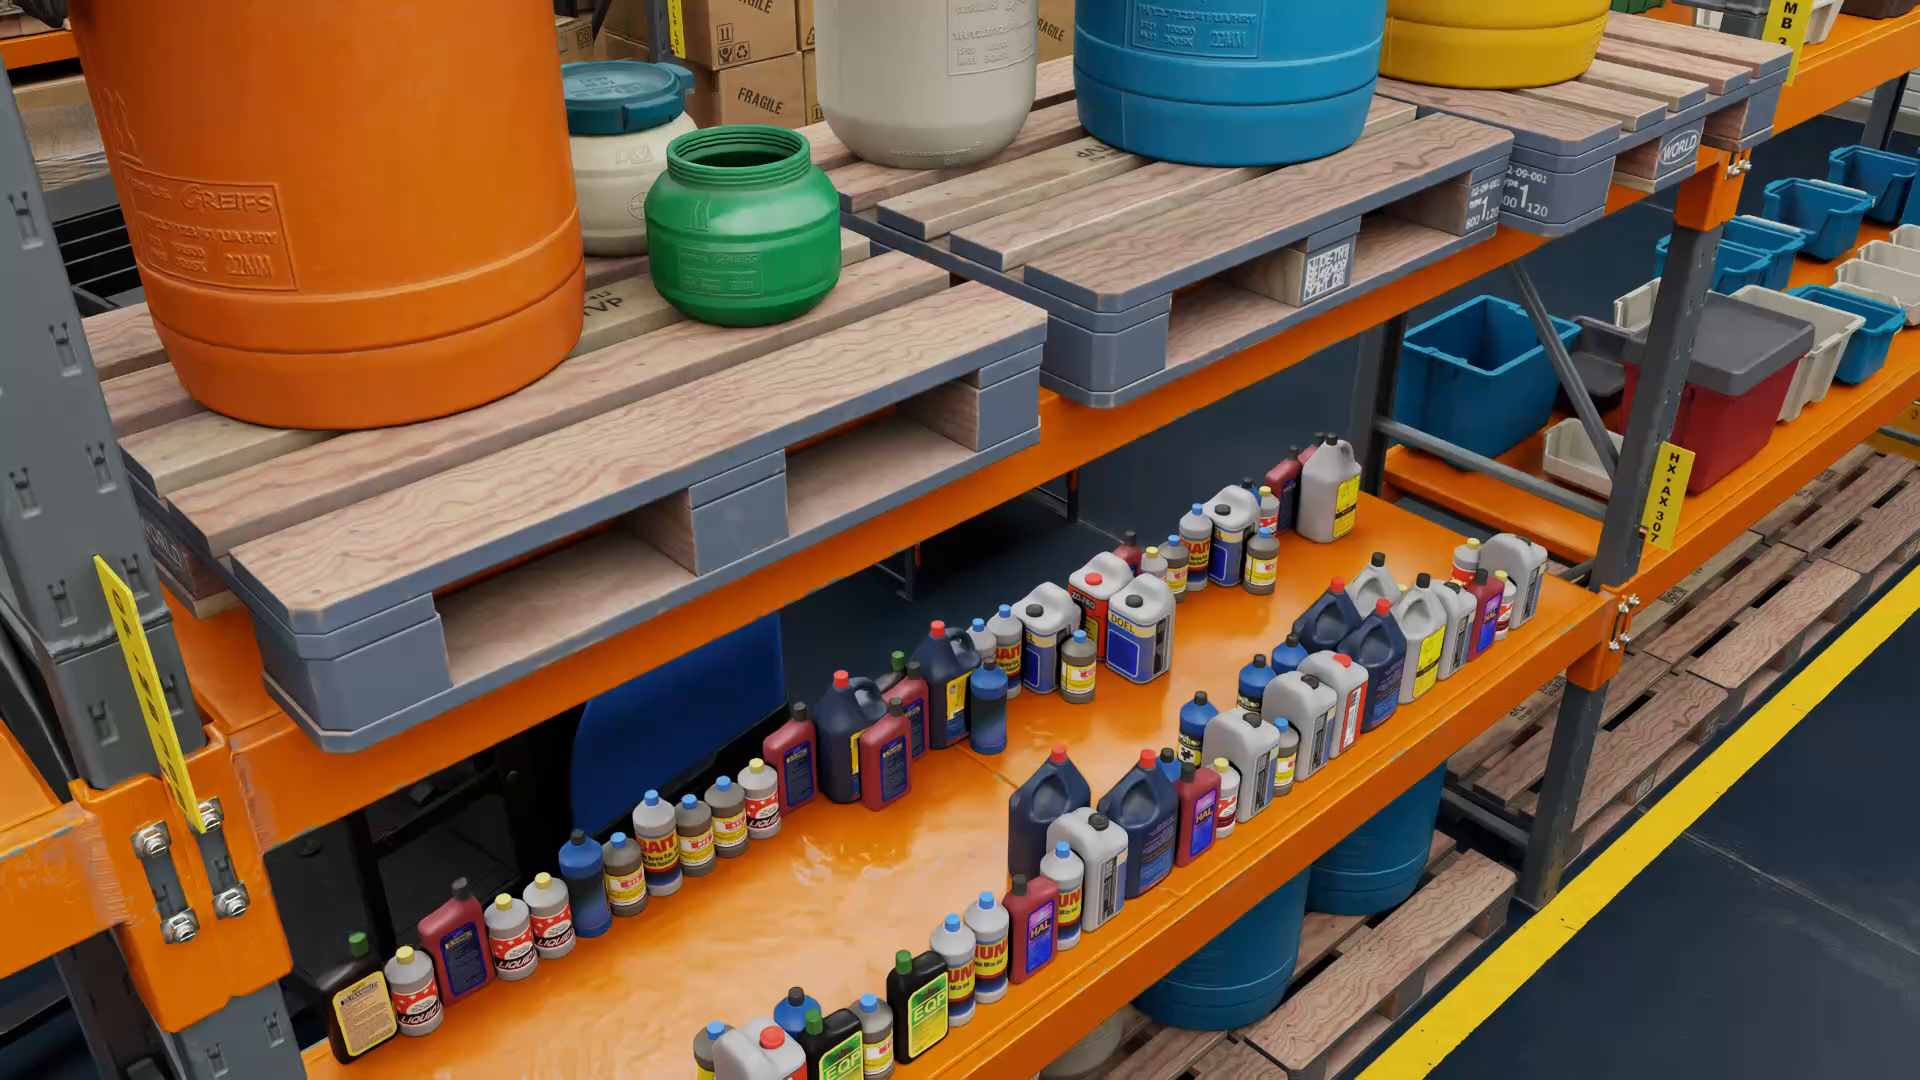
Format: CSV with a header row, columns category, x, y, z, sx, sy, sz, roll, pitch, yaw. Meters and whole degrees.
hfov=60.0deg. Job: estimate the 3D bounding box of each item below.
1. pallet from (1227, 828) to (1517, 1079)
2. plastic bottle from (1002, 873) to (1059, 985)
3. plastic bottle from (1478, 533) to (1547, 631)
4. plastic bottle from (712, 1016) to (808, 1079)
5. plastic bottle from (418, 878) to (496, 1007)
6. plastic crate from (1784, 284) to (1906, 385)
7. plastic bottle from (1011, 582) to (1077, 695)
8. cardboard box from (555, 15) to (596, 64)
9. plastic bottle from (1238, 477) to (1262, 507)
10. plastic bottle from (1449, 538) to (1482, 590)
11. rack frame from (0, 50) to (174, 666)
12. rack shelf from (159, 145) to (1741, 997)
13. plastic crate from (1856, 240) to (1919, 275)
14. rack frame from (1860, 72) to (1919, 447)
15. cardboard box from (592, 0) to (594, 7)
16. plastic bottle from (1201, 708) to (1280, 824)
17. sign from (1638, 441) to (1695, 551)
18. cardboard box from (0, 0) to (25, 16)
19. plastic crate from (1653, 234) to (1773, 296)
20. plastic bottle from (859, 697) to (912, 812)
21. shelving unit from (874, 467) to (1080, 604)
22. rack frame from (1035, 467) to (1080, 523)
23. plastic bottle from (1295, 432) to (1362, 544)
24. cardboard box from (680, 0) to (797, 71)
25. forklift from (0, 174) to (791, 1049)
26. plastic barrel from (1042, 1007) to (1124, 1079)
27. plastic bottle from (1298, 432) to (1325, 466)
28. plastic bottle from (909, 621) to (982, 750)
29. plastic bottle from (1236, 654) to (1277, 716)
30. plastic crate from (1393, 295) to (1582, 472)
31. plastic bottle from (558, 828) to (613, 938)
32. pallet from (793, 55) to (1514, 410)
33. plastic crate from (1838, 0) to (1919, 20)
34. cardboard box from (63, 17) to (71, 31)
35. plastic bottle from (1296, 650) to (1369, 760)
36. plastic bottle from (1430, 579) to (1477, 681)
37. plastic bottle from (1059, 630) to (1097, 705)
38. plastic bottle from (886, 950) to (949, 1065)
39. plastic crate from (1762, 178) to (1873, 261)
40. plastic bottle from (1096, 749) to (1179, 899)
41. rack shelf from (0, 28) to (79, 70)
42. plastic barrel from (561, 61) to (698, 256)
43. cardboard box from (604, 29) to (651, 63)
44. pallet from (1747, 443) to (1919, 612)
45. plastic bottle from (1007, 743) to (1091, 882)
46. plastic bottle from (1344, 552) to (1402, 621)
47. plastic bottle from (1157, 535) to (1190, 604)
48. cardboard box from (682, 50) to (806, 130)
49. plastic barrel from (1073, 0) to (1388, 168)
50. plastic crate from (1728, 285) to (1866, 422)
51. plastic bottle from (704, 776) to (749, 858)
category,x,y,z,sx,sy,sz,roll,pitch,yaw
pallet,1.077,1.229,5.538,1.213,0.211,1.003,-26,40,-35
plastic bottle,0.153,0.828,3.632,0.133,0.283,0.061,-26,40,-35
plastic bottle,1.602,0.098,4.833,0.135,0.276,0.152,-26,40,-35
plastic bottle,-0.386,1.060,3.261,0.135,0.276,0.152,-26,40,-35
plastic bottle,-1.087,0.862,3.577,0.133,0.283,0.061,-26,40,-35
plastic crate,3.272,-0.765,6.228,0.300,0.233,0.416,-26,40,-35
plastic bottle,0.223,0.264,4.562,0.135,0.276,0.152,-26,40,-35
cardboard box,-2.194,-2.254,8.062,0.700,0.500,0.500,15,35,23
plastic bottle,0.870,-0.067,5.107,0.097,0.271,0.097,0,31,0
plastic bottle,1.503,0.089,4.920,0.097,0.201,0.097,0,31,0
rack frame,-1.262,-1.359,1.346,0.127,3.000,1.000,-26,40,-35
rack shelf,0.204,-0.482,3.477,4.000,0.370,1.077,-26,40,-35
plastic crate,3.907,-1.094,6.860,0.243,0.136,0.396,-26,40,-35
rack frame,4.604,-1.637,7.552,0.127,3.000,1.000,-26,40,-35
cardboard box,-2.993,-4.471,13.558,0.250,0.149,0.380,-26,40,-35
plastic bottle,0.695,0.537,4.116,0.135,0.276,0.152,-26,40,-35
sign,2.043,-0.125,4.814,0.005,0.325,0.100,-26,40,-35
cardboard box,-5.974,-3.566,10.307,0.500,0.500,0.500,-26,40,-35
plastic crate,3.013,-1.056,6.705,0.300,0.233,0.416,-26,40,-35
plastic bottle,-0.184,0.528,4.123,0.133,0.283,0.061,-26,40,-35
shelving unit,0.005,-0.482,7.460,1.048,1.125,0.538,-26,40,-35
rack frame,0.378,-0.663,7.755,0.032,1.125,0.500,-26,40,-35
plastic bottle,1.163,-0.182,5.220,0.185,0.351,0.144,-26,40,-35
cardboard box,-1.158,-2.643,8.143,0.500,0.500,0.500,-25,39,-34
forklift,-1.947,0.039,4.876,1.130,2.935,3.031,22,38,32
plastic barrel,0.266,1.268,4.784,0.421,0.512,0.421,0,31,0
plastic bottle,1.112,-0.202,5.316,0.133,0.283,0.061,-26,40,-35
plastic bottle,-0.039,0.356,4.340,0.185,0.351,0.144,-26,40,-35
plastic bottle,0.767,0.415,4.319,0.097,0.271,0.097,0,31,0
plastic crate,1.781,-0.533,5.704,0.575,0.384,0.392,-26,40,-35
plastic bottle,-0.847,0.764,3.749,0.097,0.271,0.097,0,31,0
pallet,0.333,-0.699,3.323,1.213,0.211,1.003,-26,40,-35
plastic crate,2.768,-1.778,5.032,0.590,0.269,0.497,-26,40,-35
cardboard box,-5.664,-3.392,10.643,0.250,0.149,0.380,-26,40,-35
plastic bottle,0.964,0.407,4.329,0.135,0.276,0.152,-26,40,-35
plastic bottle,1.334,0.228,4.621,0.135,0.276,0.152,-26,40,-35
plastic bottle,0.322,0.337,4.514,0.097,0.201,0.097,0,31,0
plastic bottle,-0.087,0.944,3.442,0.133,0.283,0.061,-26,40,-35
plastic crate,3.716,-1.396,7.261,0.300,0.233,0.416,-26,40,-35
plastic bottle,0.412,0.645,3.868,0.185,0.351,0.144,-26,40,-35
rack shelf,-6.532,-2.992,10.457,4.000,0.370,1.077,-26,40,-35
plastic barrel,-0.576,-0.636,2.769,0.301,0.262,0.301,0,31,0
cardboard box,-1.502,-2.433,8.757,0.500,0.500,0.500,-25,39,-35
pallet,3.973,-0.170,7.825,1.213,0.211,1.003,-26,40,-35
plastic bottle,0.209,0.634,3.885,0.185,0.351,0.144,-26,40,-35
plastic bottle,1.121,0.199,4.597,0.185,0.351,0.144,-26,40,-35
plastic bottle,0.629,0.080,4.934,0.097,0.201,0.097,0,31,0
cardboard box,-1.135,-2.234,8.432,0.500,0.500,0.500,-25,39,-34
plastic barrel,0.523,-1.227,3.123,0.708,0.901,0.600,-26,40,-35
plastic crate,2.916,-0.664,6.017,0.530,0.282,0.437,-26,40,-35
plastic bottle,-0.561,0.656,3.993,0.097,0.201,0.097,0,31,0
